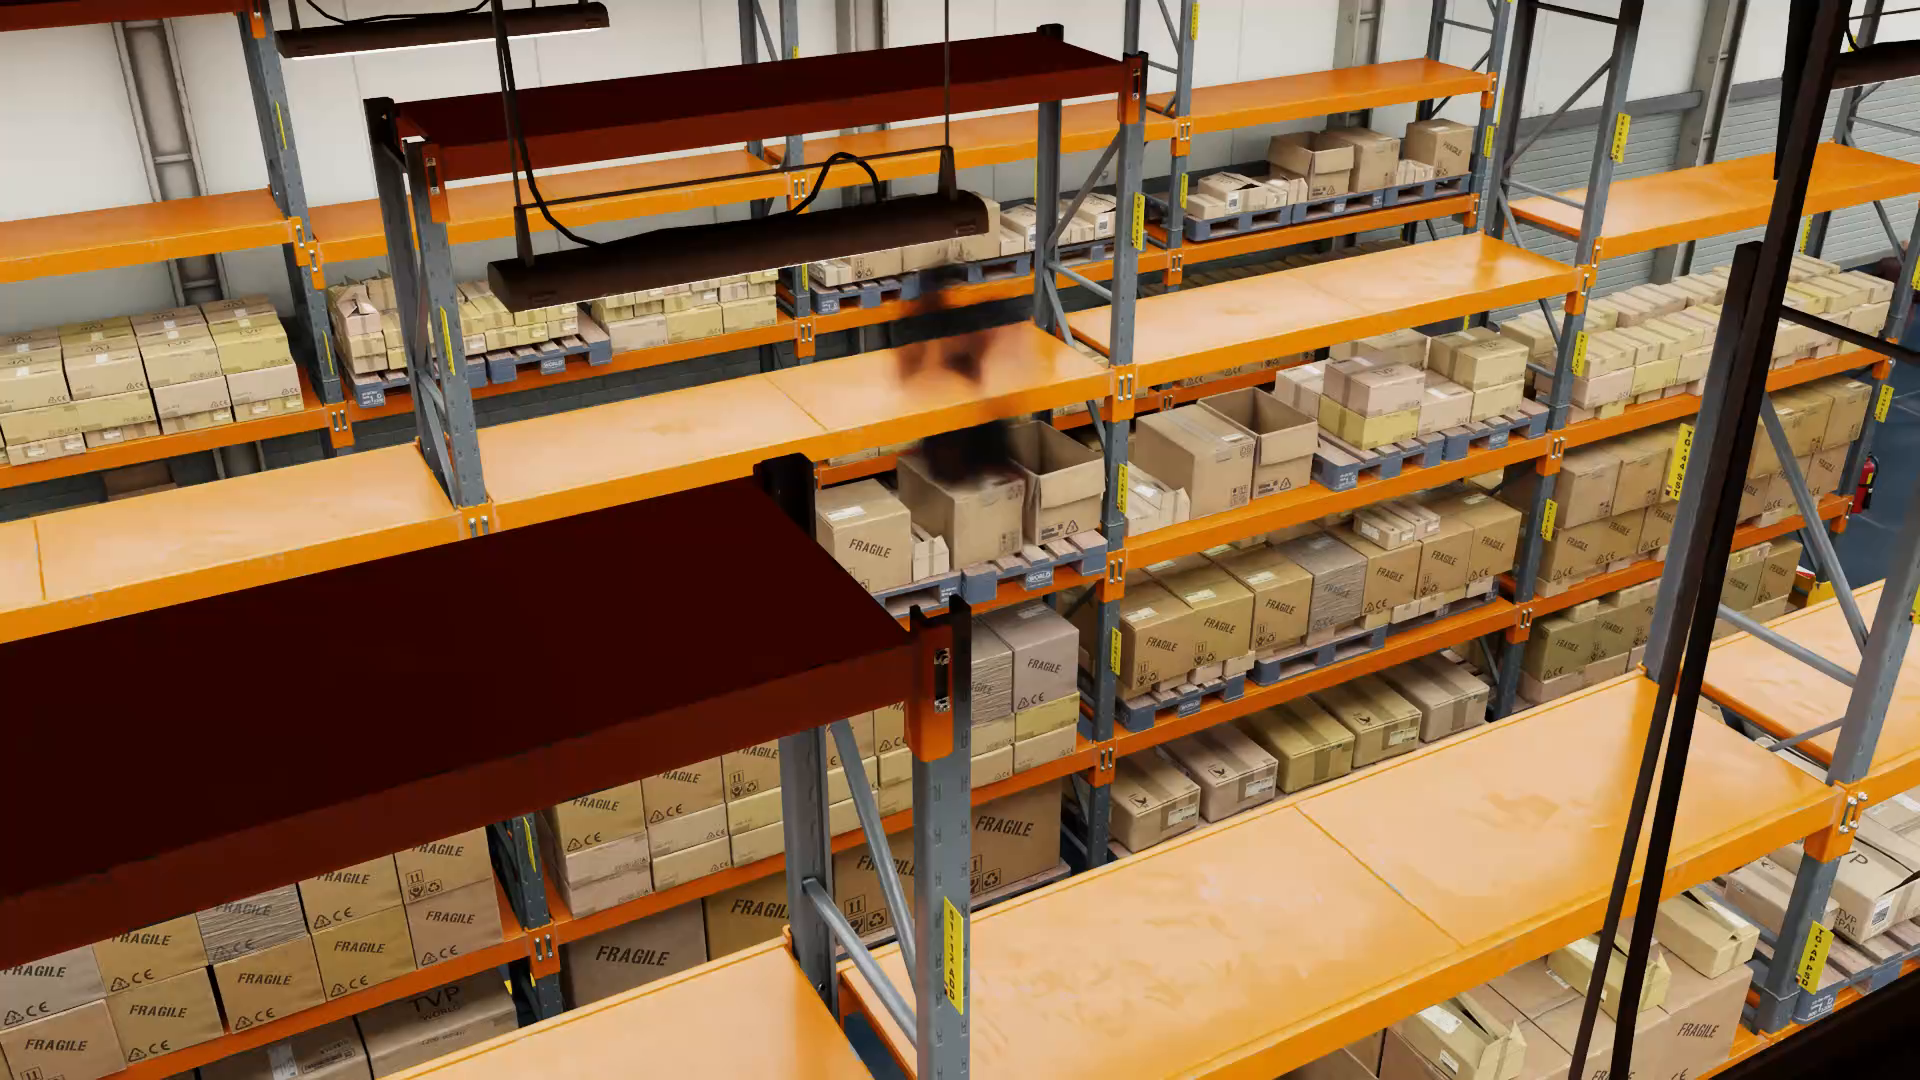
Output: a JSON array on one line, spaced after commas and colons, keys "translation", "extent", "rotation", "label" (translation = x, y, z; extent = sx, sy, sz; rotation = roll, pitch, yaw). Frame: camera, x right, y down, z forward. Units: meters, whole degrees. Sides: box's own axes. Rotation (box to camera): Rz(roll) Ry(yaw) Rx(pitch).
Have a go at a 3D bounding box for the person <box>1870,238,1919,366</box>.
[{"translation": [11.532, -2.879, 20.540], "extent": [0.964, 1.751, 0.720], "rotation": [-23, 36, -37], "label": "person"}]
